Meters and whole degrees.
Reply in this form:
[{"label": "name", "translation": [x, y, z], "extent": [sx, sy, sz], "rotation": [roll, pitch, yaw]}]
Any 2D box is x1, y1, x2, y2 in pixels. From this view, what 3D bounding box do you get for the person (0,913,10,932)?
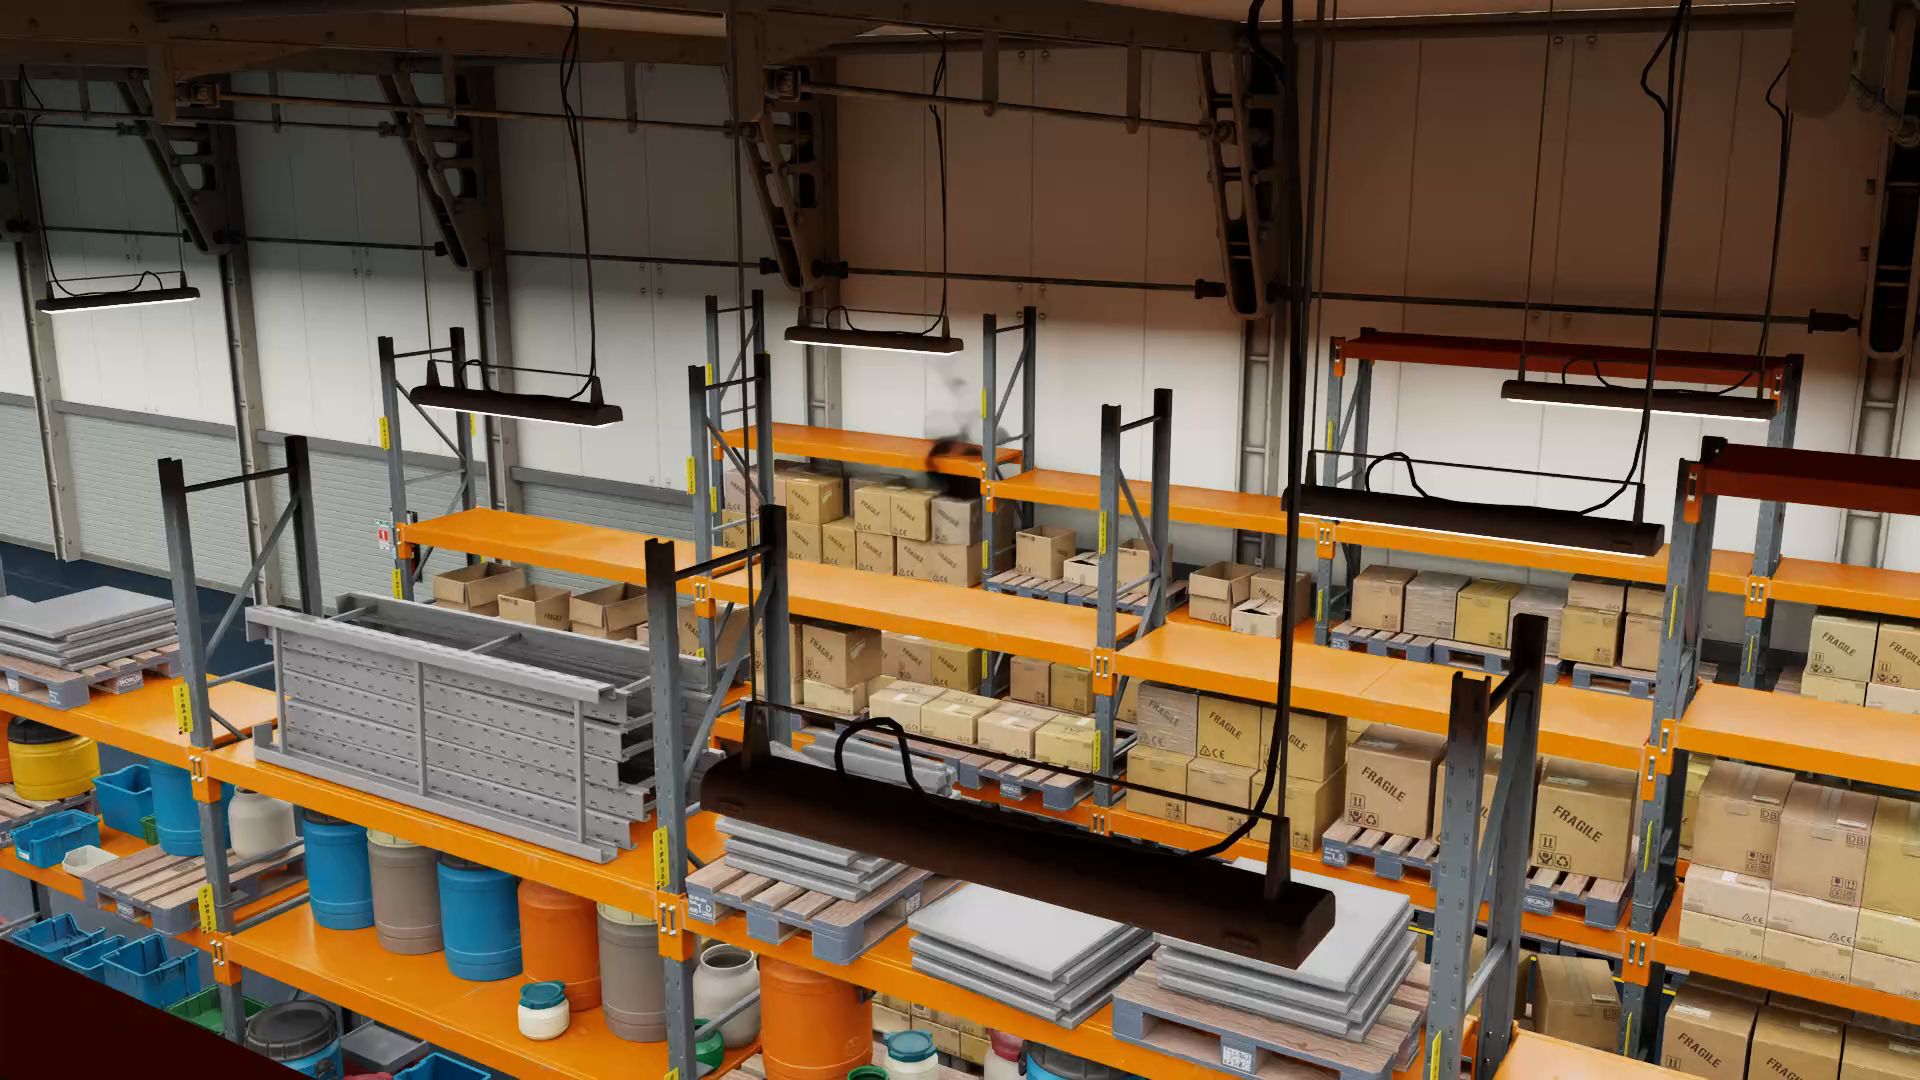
[{"label": "person", "translation": [-9.958, 3.286, 16.439], "extent": [0.843, 1.715, 0.547], "rotation": [-9, 17, -33]}]
